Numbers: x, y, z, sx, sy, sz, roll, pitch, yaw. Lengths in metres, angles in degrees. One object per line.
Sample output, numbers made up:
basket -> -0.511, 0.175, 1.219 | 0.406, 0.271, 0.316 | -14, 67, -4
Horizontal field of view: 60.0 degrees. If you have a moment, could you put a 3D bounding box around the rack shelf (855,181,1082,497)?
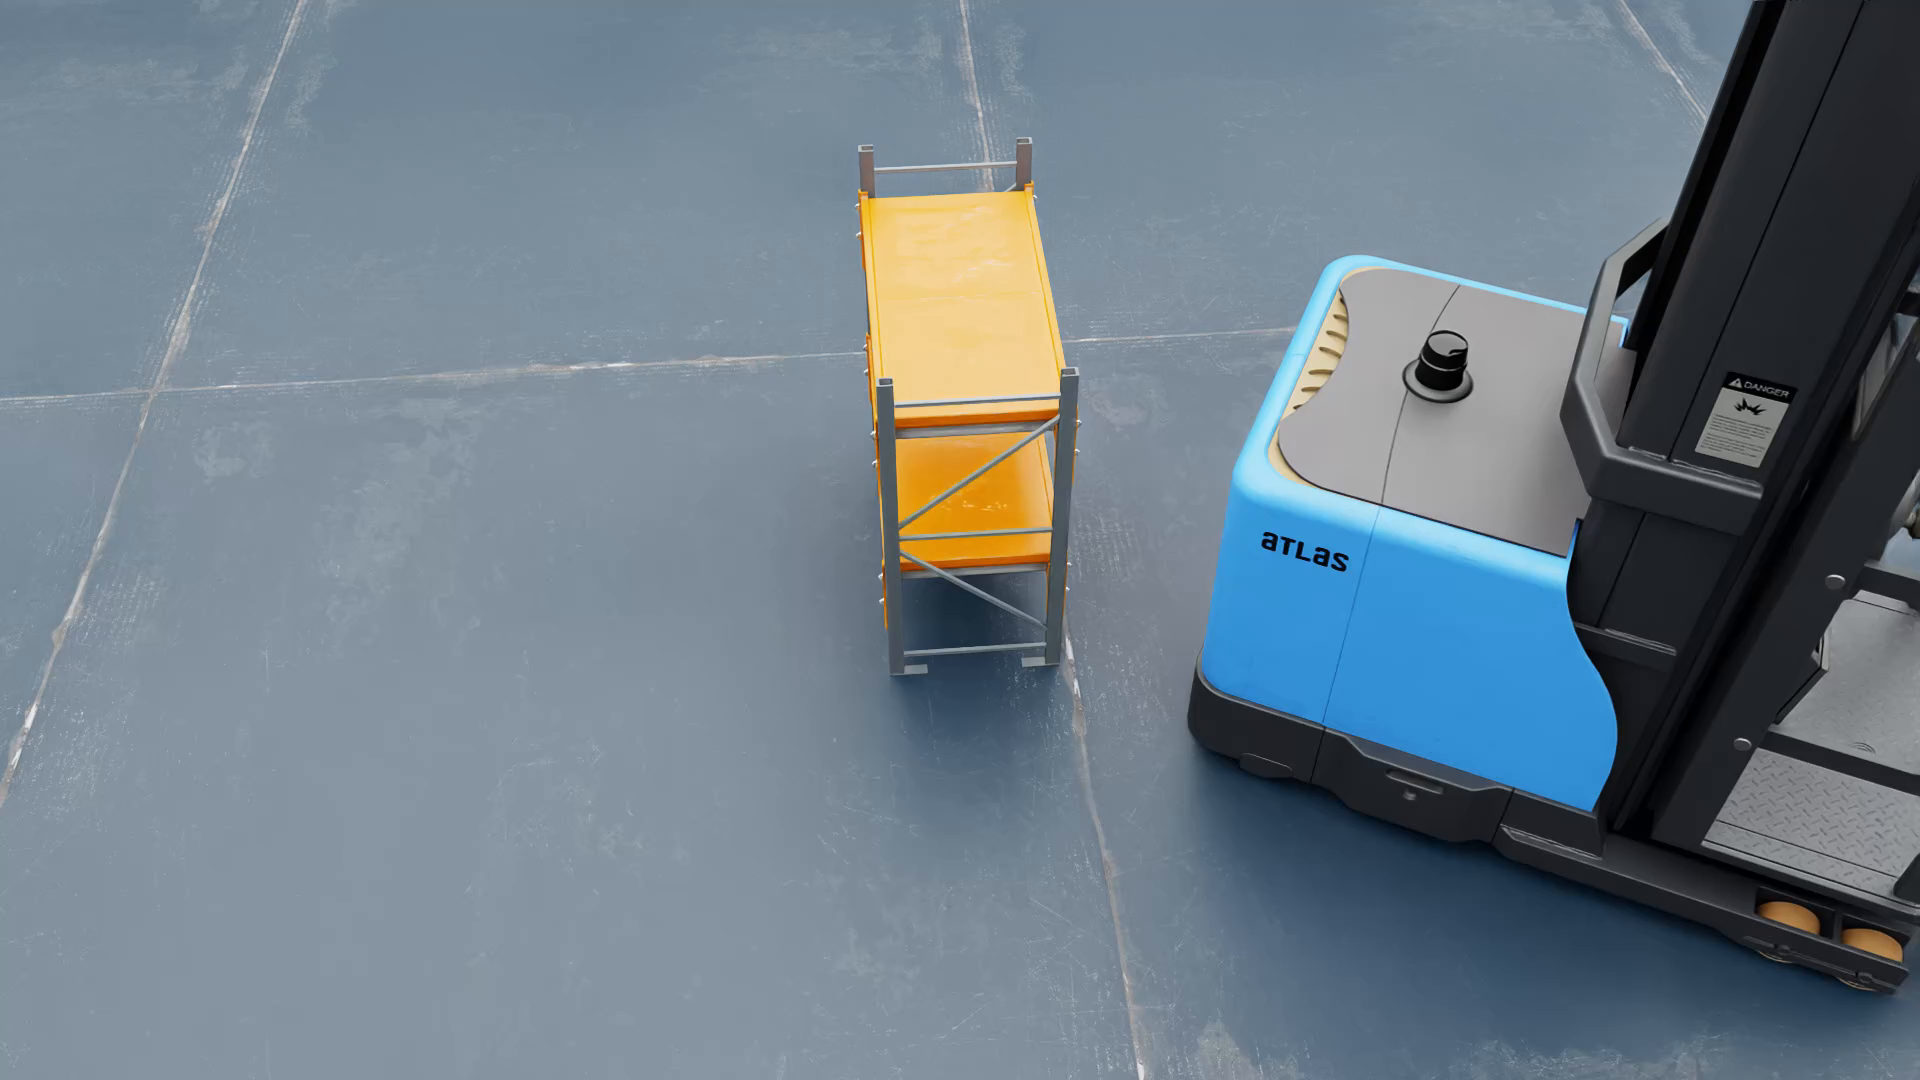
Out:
rack shelf -> 0.001, -0.583, 4.624 | 0.538, 0.278, 1.000 | -3, 47, -3

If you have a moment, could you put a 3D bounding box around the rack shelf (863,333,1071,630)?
rack shelf -> 0.001, -0.214, 5.014 | 0.538, 0.278, 1.000 | -3, 47, -3

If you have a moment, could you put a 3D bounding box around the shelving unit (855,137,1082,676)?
shelving unit -> 0.001, -0.382, 4.837 | 0.538, 1.125, 1.048 | -3, 47, -3

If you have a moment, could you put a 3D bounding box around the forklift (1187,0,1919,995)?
forklift -> 2.203, -0.321, 3.536 | 3.031, 2.935, 1.130 | 17, 49, 16

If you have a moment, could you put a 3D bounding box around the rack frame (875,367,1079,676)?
rack frame -> 0.043, -0.014, 4.489 | 0.500, 1.125, 0.032 | -3, 47, -3

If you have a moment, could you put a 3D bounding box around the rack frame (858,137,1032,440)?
rack frame -> -0.042, -0.750, 5.185 | 0.500, 1.125, 0.032 | -3, 47, -3
